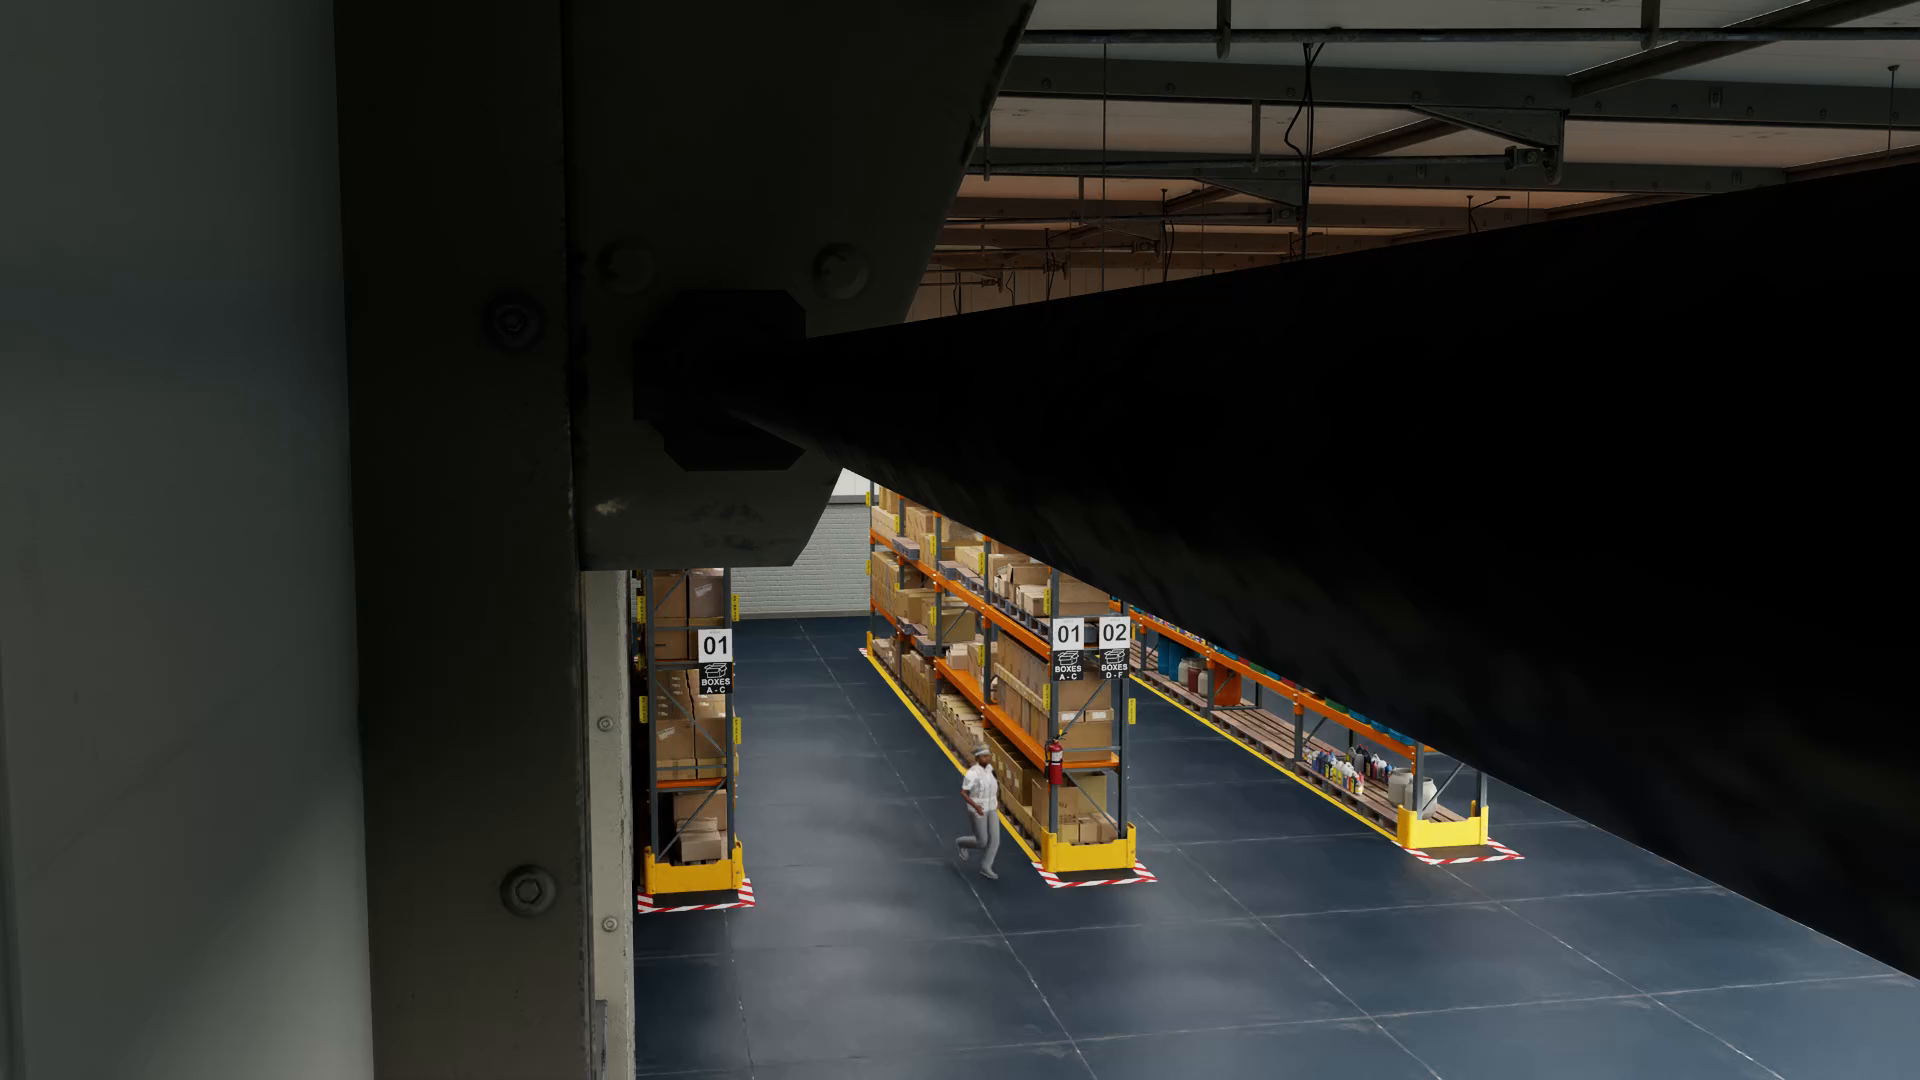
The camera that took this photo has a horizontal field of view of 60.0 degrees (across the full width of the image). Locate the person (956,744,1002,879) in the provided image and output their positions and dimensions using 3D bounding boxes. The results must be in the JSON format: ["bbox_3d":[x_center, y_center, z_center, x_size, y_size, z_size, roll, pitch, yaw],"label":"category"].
[{"bbox_3d":[0.258,3.352,20.754,0.575,1.669,0.668,-5,8,-40],"label":"person"}]

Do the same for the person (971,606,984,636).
[{"bbox_3d":[0.511,1.756,36.138,0.578,1.713,0.719,-2,6,-21],"label":"person"}]
